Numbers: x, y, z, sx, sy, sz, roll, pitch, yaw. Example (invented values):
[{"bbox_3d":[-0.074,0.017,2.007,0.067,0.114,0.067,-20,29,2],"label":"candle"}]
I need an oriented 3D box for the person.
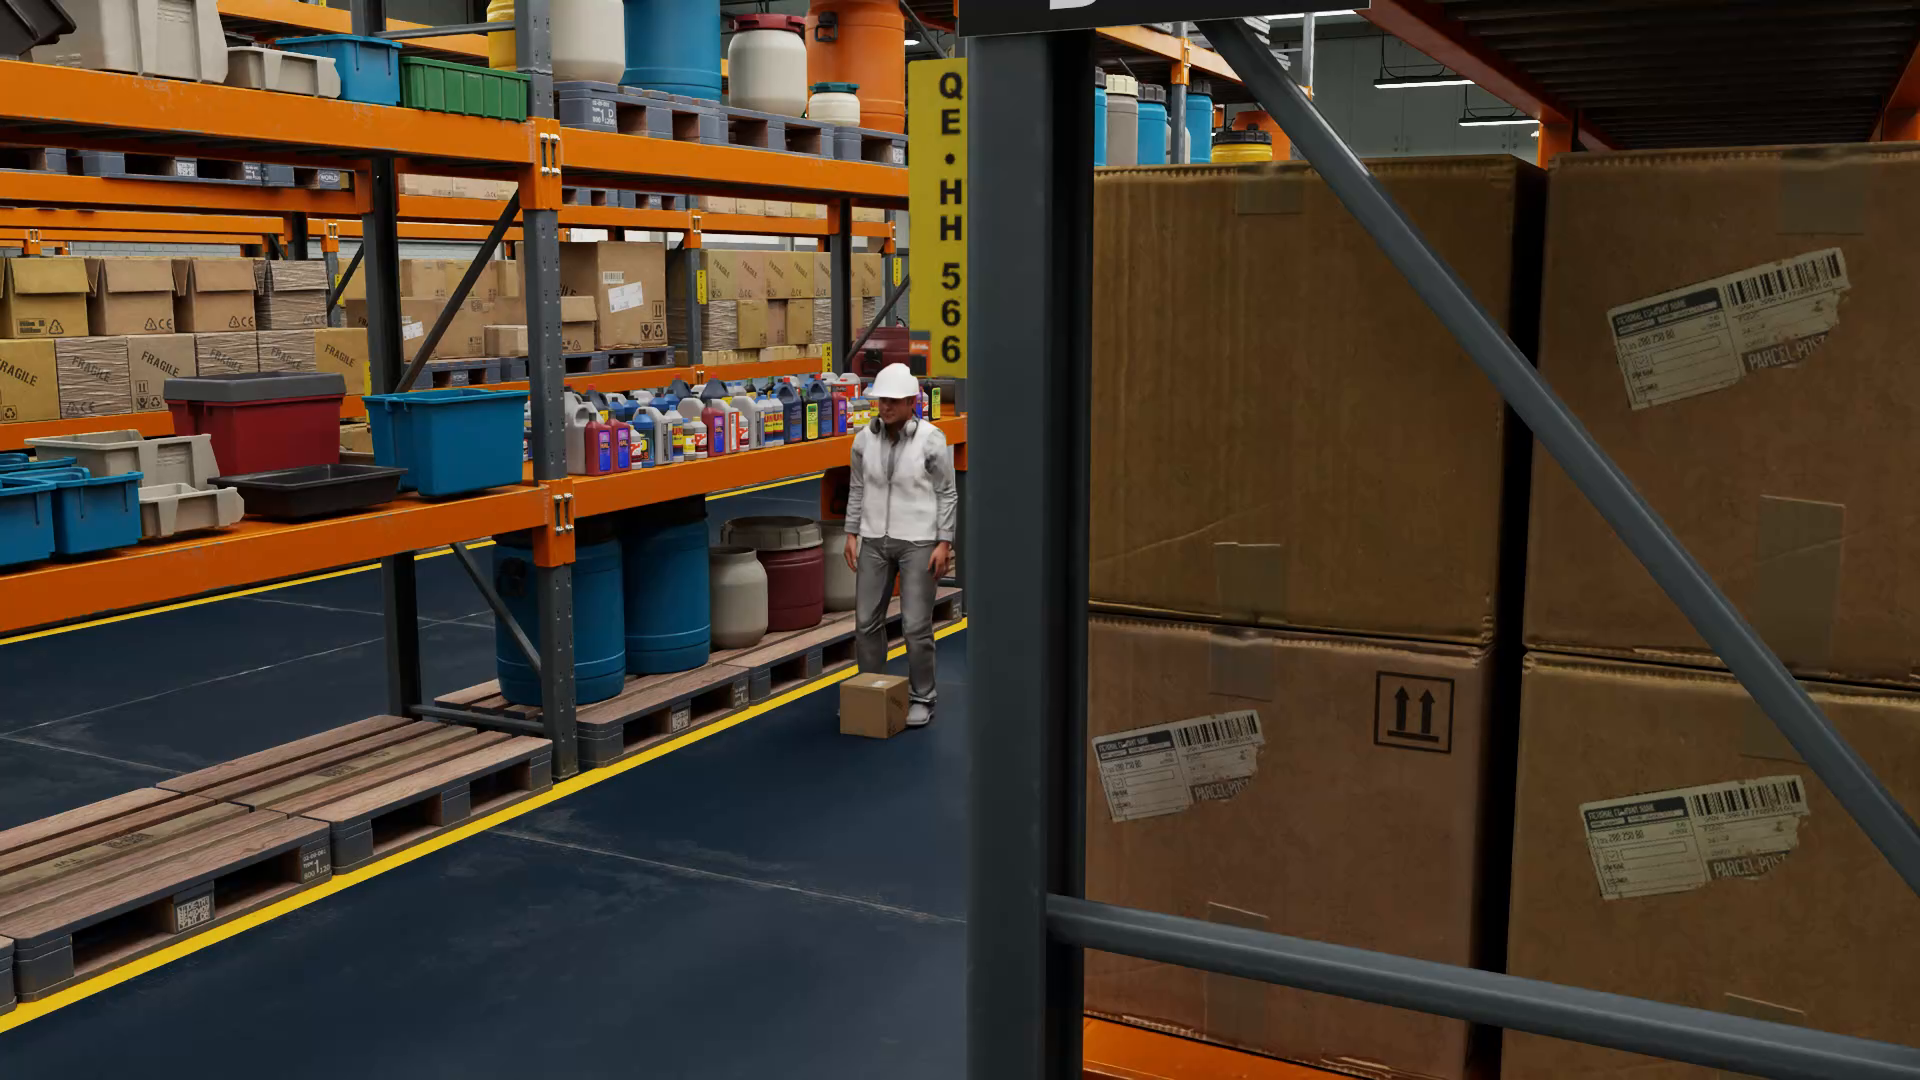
[{"bbox_3d":[-0.303,0.015,8.188,0.579,1.769,0.466,4,10,24],"label":"person"}]
